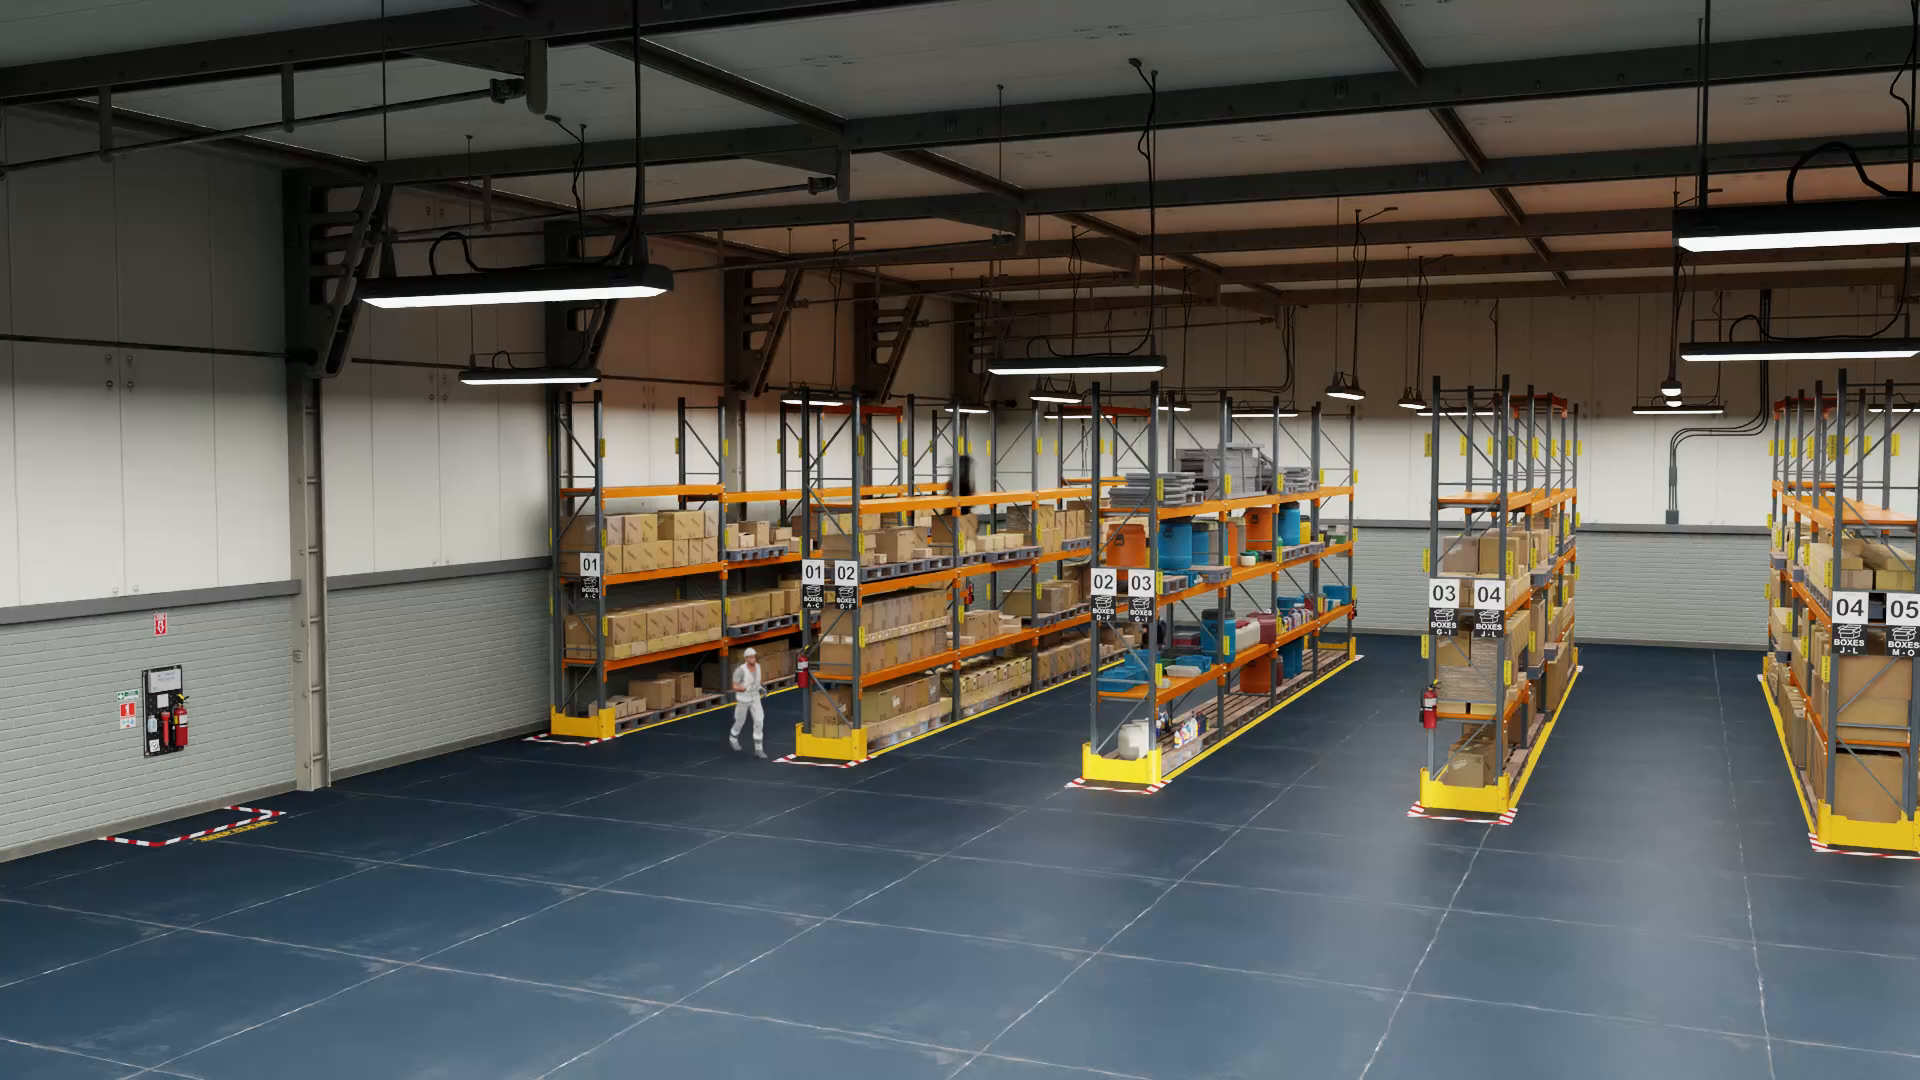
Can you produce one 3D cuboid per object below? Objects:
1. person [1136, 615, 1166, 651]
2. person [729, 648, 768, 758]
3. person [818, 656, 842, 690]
[{"bbox_3d":[4.018,2.213,34.771,0.635,1.776,0.866,1,3,21],"label":"person"},{"bbox_3d":[-3.443,2.613,26.962,0.696,1.763,1.021,-2,4,-35],"label":"person"},{"bbox_3d":[-2.347,2.496,30.840,0.571,1.620,0.869,1,3,11],"label":"person"}]
